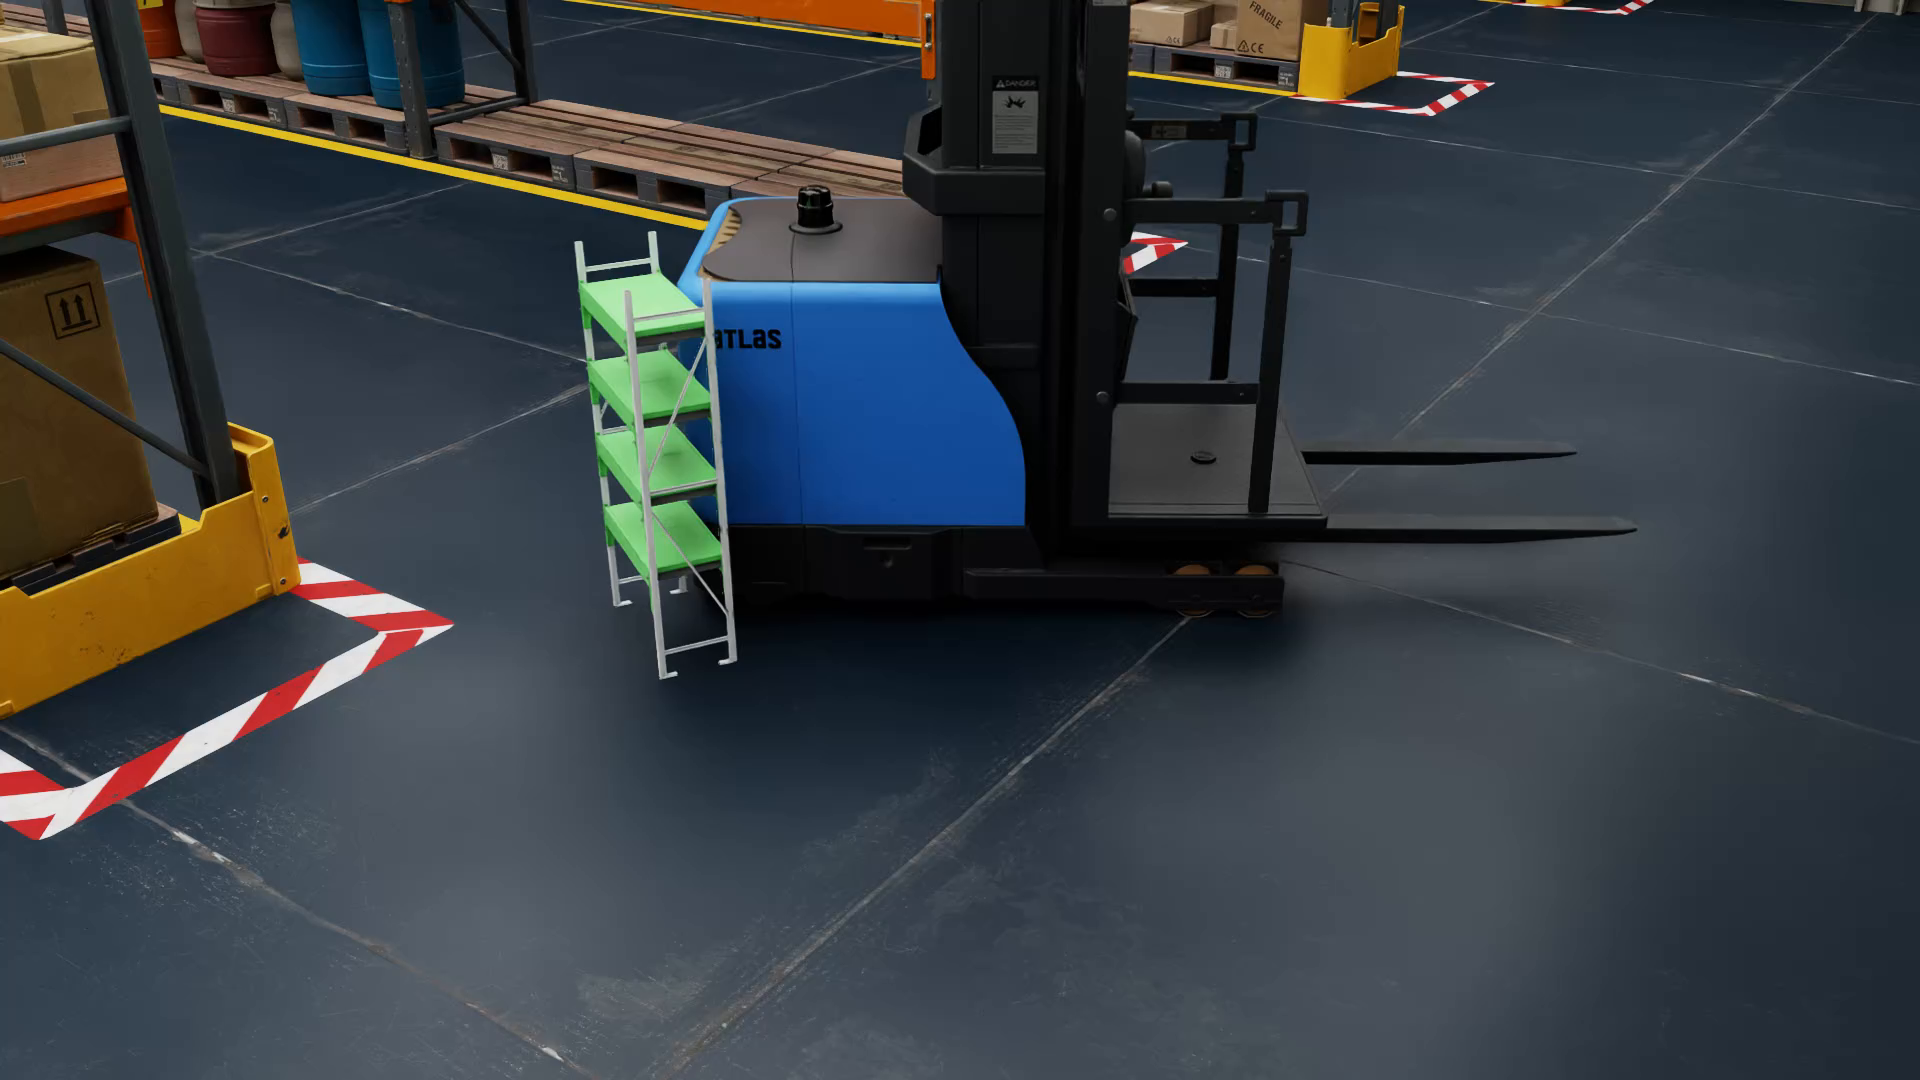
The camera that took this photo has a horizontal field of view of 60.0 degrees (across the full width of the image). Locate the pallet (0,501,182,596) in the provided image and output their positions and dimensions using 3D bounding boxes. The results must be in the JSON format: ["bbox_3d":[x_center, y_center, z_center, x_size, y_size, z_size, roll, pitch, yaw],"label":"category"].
[{"bbox_3d":[-3.340,0.033,5.452,1.213,0.211,1.003,17,32,30],"label":"pallet"}]

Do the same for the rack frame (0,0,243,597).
[{"bbox_3d":[-2.636,-1.033,4.473,0.127,3.000,1.000,17,32,30],"label":"rack frame"}]

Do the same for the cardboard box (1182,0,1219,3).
[{"bbox_3d":[1.863,-4.209,13.260,0.500,0.250,0.500,17,32,30],"label":"cardboard box"}]

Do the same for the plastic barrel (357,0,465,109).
[{"bbox_3d":[-3.568,-3.310,10.798,0.708,0.901,0.600,17,32,30],"label":"plastic barrel"}]

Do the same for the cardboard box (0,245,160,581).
[{"bbox_3d":[-3.209,-0.408,5.124,0.875,0.875,0.875,17,32,30],"label":"cardboard box"}]

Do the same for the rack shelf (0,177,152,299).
[{"bbox_3d":[-4.285,-1.226,5.646,4.000,0.370,1.077,17,32,30],"label":"rack shelf"}]

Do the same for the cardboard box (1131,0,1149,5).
[{"bbox_3d":[1.230,-4.366,13.290,0.637,0.503,0.797,17,32,30],"label":"cardboard box"}]

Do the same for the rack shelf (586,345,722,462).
[{"bbox_3d":[-0.893,-0.403,4.832,0.258,0.148,0.480,-13,30,-23],"label":"rack shelf"}]

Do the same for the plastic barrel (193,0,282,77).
[{"bbox_3d":[-5.083,-3.643,11.796,0.708,0.588,0.600,17,32,30],"label":"plastic barrel"}]

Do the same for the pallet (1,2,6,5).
[{"bbox_3d":[-9.054,-4.537,14.432,1.213,0.211,1.003,17,32,30],"label":"pallet"}]

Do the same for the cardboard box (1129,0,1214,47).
[{"bbox_3d":[1.622,-4.009,12.868,0.500,0.250,0.500,17,32,30],"label":"cardboard box"}]

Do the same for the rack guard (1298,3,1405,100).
[{"bbox_3d":[2.913,-3.642,12.354,0.348,0.500,1.175,17,32,30],"label":"rack guard"}]

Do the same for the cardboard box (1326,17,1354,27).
[{"bbox_3d":[2.825,-3.898,12.760,0.250,0.149,0.380,17,32,30],"label":"cardboard box"}]

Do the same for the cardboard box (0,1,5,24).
[{"bbox_3d":[-3.291,-1.786,4.963,0.500,0.500,0.500,16,31,29],"label":"cardboard box"}]

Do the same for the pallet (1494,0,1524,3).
[{"bbox_3d":[5.073,-5.522,16.369,1.213,0.211,1.003,17,32,30],"label":"pallet"}]

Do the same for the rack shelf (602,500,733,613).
[{"bbox_3d":[-0.893,0.024,5.049,0.258,0.148,0.480,-13,30,-23],"label":"rack shelf"}]

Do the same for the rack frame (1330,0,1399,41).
[{"bbox_3d":[2.975,-4.736,11.749,0.127,3.000,1.000,17,32,30],"label":"rack frame"}]

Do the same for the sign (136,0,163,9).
[{"bbox_3d":[-2.317,-1.661,4.664,0.005,0.325,0.100,17,32,30],"label":"sign"}]

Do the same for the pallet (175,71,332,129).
[{"bbox_3d":[-4.752,-3.196,11.798,1.213,0.211,1.003,17,32,30],"label":"pallet"}]

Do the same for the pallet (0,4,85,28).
[{"bbox_3d":[-8.045,-4.224,13.817,1.213,0.211,1.003,17,32,30],"label":"pallet"}]

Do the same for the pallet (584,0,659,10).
[{"bbox_3d":[-3.025,-5.342,16.014,1.213,0.211,1.003,17,32,30],"label":"pallet"}]

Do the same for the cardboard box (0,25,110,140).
[{"bbox_3d":[-2.879,-1.323,4.881,0.500,0.250,0.500,16,31,29],"label":"cardboard box"}]

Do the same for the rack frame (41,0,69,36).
[{"bbox_3d":[-6.427,-4.939,12.149,0.127,3.000,1.000,17,32,30],"label":"rack frame"}]

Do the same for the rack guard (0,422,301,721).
[{"bbox_3d":[-2.617,0.087,5.028,0.348,0.500,1.175,17,32,30],"label":"rack guard"}]

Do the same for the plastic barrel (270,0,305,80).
[{"bbox_3d":[-4.567,-3.497,11.594,0.421,0.512,0.421,0,27,0],"label":"plastic barrel"}]

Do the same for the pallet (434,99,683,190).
[{"bbox_3d":[-2.501,-2.495,10.420,1.213,0.211,1.003,17,32,30],"label":"pallet"}]

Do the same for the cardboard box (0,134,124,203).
[{"bbox_3d":[-2.742,-1.136,4.952,0.250,0.149,0.380,18,32,31],"label":"cardboard box"}]

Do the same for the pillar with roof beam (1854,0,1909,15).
[{"bbox_3d":[6.055,-7.283,10.140,0.400,9.000,9.100,17,32,30],"label":"pillar with roof beam"}]

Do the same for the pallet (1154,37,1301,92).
[{"bbox_3d":[2.255,-3.717,12.822,1.213,0.211,1.003,17,32,30],"label":"pallet"}]

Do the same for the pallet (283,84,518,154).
[{"bbox_3d":[-3.742,-2.883,11.183,1.213,0.211,1.003,17,32,30],"label":"pallet"}]

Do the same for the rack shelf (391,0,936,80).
[{"bbox_3d":[-1.481,-3.078,9.284,4.000,0.370,1.077,17,32,30],"label":"rack shelf"}]

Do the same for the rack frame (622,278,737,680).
[{"bbox_3d":[-0.784,-0.147,4.717,0.240,1.200,0.015,-13,30,-23],"label":"rack frame"}]

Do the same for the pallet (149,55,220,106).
[{"bbox_3d":[-5.753,-3.510,12.414,1.213,0.211,1.003,17,32,30],"label":"pallet"}]

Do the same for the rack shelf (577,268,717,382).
[{"bbox_3d":[-0.893,-0.617,4.723,0.258,0.148,0.480,-13,30,-23],"label":"rack shelf"}]

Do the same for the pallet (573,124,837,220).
[{"bbox_3d":[-1.492,-2.182,9.805,1.213,0.211,1.003,17,32,30],"label":"pallet"}]

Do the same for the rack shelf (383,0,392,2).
[{"bbox_3d":[-4.778,-4.105,11.303,4.000,0.370,1.077,17,32,30],"label":"rack shelf"}]

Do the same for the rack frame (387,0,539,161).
[{"bbox_3d":[-3.129,-3.912,10.130,0.127,3.000,1.000,17,32,30],"label":"rack frame"}]

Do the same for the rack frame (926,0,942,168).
[{"bbox_3d":[0.168,-2.885,8.112,0.127,3.000,1.000,17,32,30],"label":"rack frame"}]

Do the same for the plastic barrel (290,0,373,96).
[{"bbox_3d":[-4.152,-3.492,11.155,0.708,0.901,0.600,17,32,30],"label":"plastic barrel"}]

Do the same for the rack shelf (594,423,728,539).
[{"bbox_3d":[-0.893,-0.190,4.940,0.258,0.148,0.480,-13,30,-23],"label":"rack shelf"}]

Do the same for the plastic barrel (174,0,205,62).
[{"bbox_3d":[-5.498,-3.787,12.164,0.421,0.512,0.421,0,27,0],"label":"plastic barrel"}]

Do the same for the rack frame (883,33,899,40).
[{"bbox_3d":[-0.322,-5.763,13.767,0.127,3.000,1.000,17,32,30],"label":"rack frame"}]

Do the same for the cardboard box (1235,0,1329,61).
[{"bbox_3d":[2.388,-3.866,12.310,0.500,0.500,0.500,17,32,30],"label":"cardboard box"}]

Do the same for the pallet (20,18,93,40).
[{"bbox_3d":[-7.043,-3.910,13.201,1.213,0.211,1.003,17,32,30],"label":"pallet"}]

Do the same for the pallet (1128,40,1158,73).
[{"bbox_3d":[1.253,-4.031,13.438,1.213,0.211,1.003,17,32,30],"label":"pallet"}]

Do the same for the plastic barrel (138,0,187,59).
[{"bbox_3d":[-6.014,-4.040,12.311,0.708,0.830,0.600,17,32,30],"label":"plastic barrel"}]

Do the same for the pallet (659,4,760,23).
[{"bbox_3d":[-2.024,-5.028,15.398,1.213,0.211,1.003,17,32,30],"label":"pallet"}]

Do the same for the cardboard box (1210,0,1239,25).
[{"bbox_3d":[2.276,-4.081,13.008,0.500,0.250,0.500,17,32,30],"label":"cardboard box"}]

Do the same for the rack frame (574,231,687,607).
[{"bbox_3d":[-1.001,-0.346,5.106,0.240,1.200,0.015,-13,30,-23],"label":"rack frame"}]

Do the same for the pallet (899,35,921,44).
[{"bbox_3d":[0.244,-4.344,14.053,1.213,0.211,1.003,17,32,30],"label":"pallet"}]

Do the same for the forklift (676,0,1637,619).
[{"bbox_3d":[0.661,-1.301,5.076,3.031,2.935,1.130,0,27,1],"label":"forklift"}]

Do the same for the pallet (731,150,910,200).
[{"bbox_3d":[-0.490,-1.869,9.189,1.213,0.211,1.003,17,32,30],"label":"pallet"}]

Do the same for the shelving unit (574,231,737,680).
[{"bbox_3d":[-0.893,-0.247,4.911,0.258,1.200,0.503,-13,30,-23],"label":"shelving unit"}]

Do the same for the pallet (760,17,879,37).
[{"bbox_3d":[-1.014,-4.715,14.783,1.213,0.211,1.003,17,32,30],"label":"pallet"}]

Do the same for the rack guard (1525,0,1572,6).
[{"bbox_3d":[5.797,-5.469,15.945,0.348,0.500,1.175,17,32,30],"label":"rack guard"}]

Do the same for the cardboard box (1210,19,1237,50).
[{"bbox_3d":[2.105,-3.855,12.656,0.250,0.166,0.380,17,32,30],"label":"cardboard box"}]
